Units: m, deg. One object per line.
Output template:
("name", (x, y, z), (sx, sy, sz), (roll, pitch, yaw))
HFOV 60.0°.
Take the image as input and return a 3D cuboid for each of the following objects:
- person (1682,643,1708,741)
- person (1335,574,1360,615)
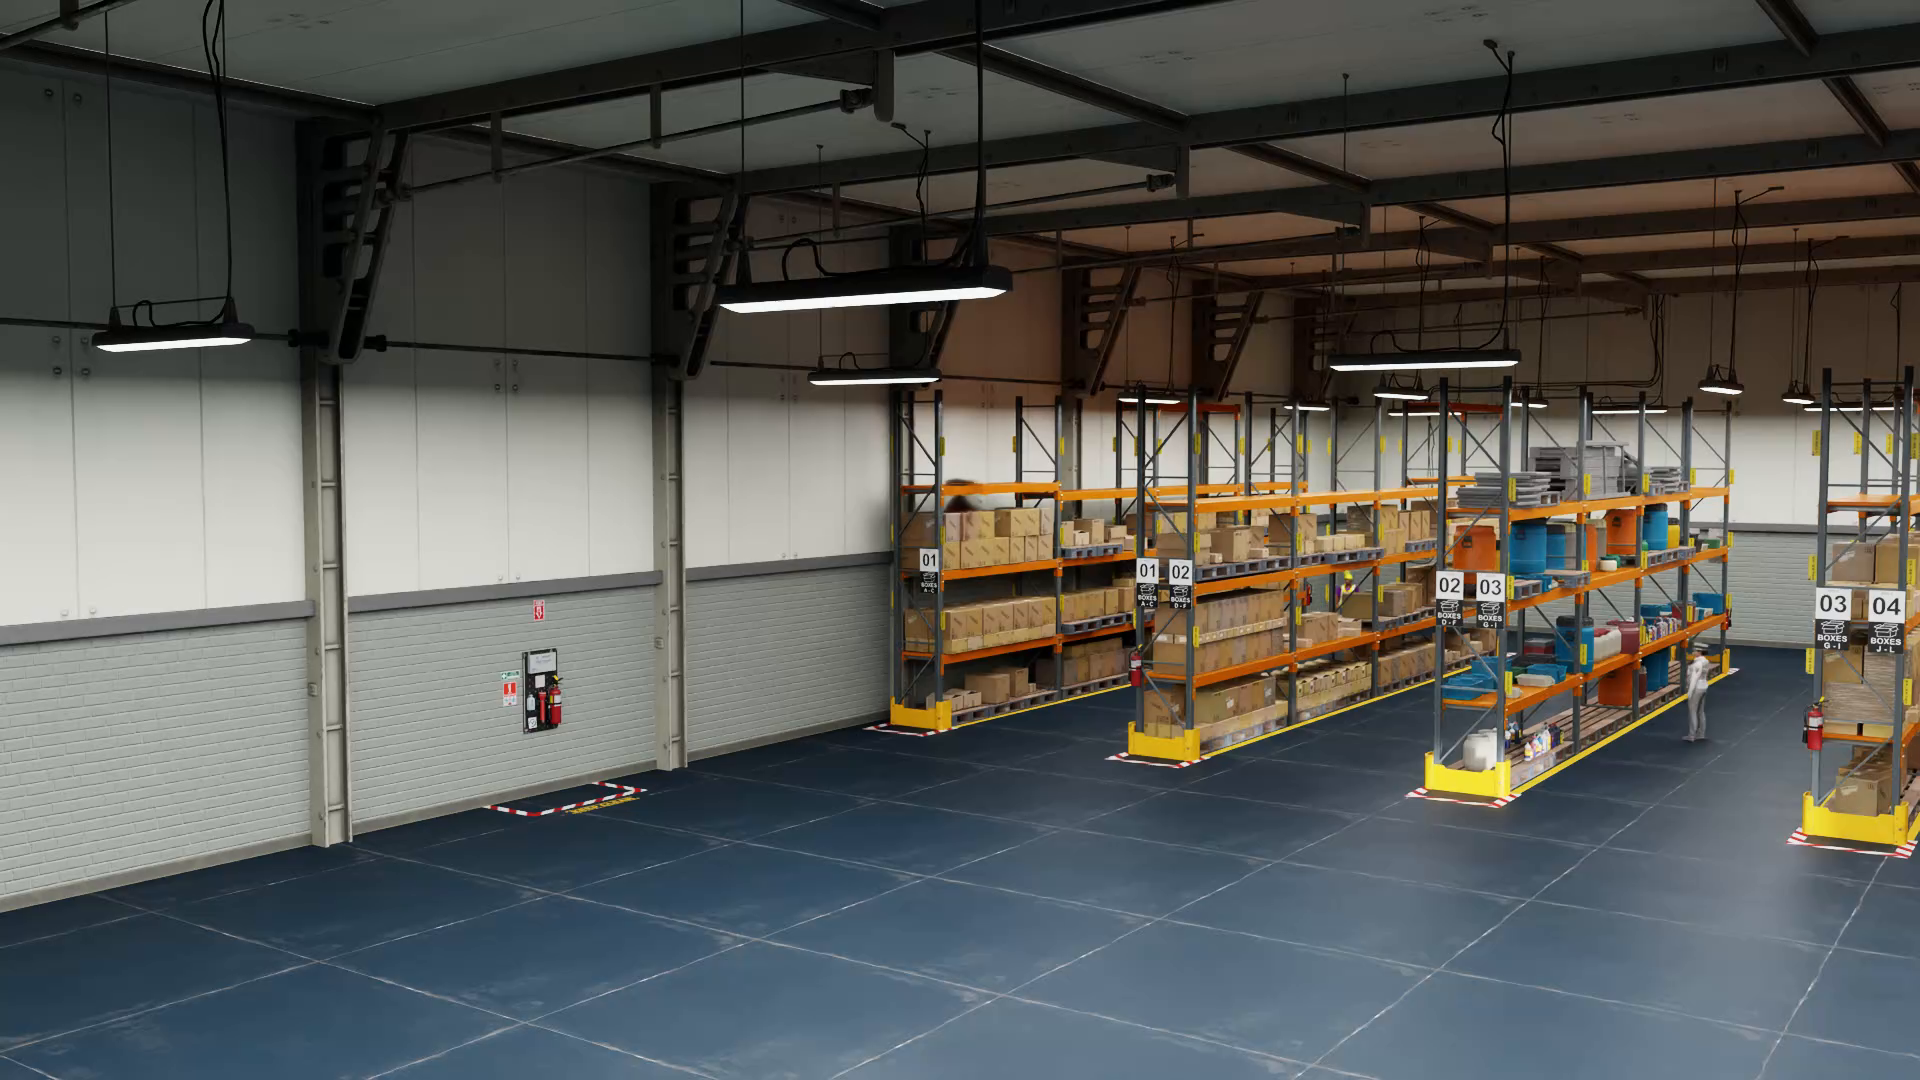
("person", (12.517, 2.582, 28.298), (0.367, 1.675, 0.509), (3, 4, 44))
("person", (9.974, 1.745, 42.730), (0.642, 1.734, 0.998), (1, 3, 12))
